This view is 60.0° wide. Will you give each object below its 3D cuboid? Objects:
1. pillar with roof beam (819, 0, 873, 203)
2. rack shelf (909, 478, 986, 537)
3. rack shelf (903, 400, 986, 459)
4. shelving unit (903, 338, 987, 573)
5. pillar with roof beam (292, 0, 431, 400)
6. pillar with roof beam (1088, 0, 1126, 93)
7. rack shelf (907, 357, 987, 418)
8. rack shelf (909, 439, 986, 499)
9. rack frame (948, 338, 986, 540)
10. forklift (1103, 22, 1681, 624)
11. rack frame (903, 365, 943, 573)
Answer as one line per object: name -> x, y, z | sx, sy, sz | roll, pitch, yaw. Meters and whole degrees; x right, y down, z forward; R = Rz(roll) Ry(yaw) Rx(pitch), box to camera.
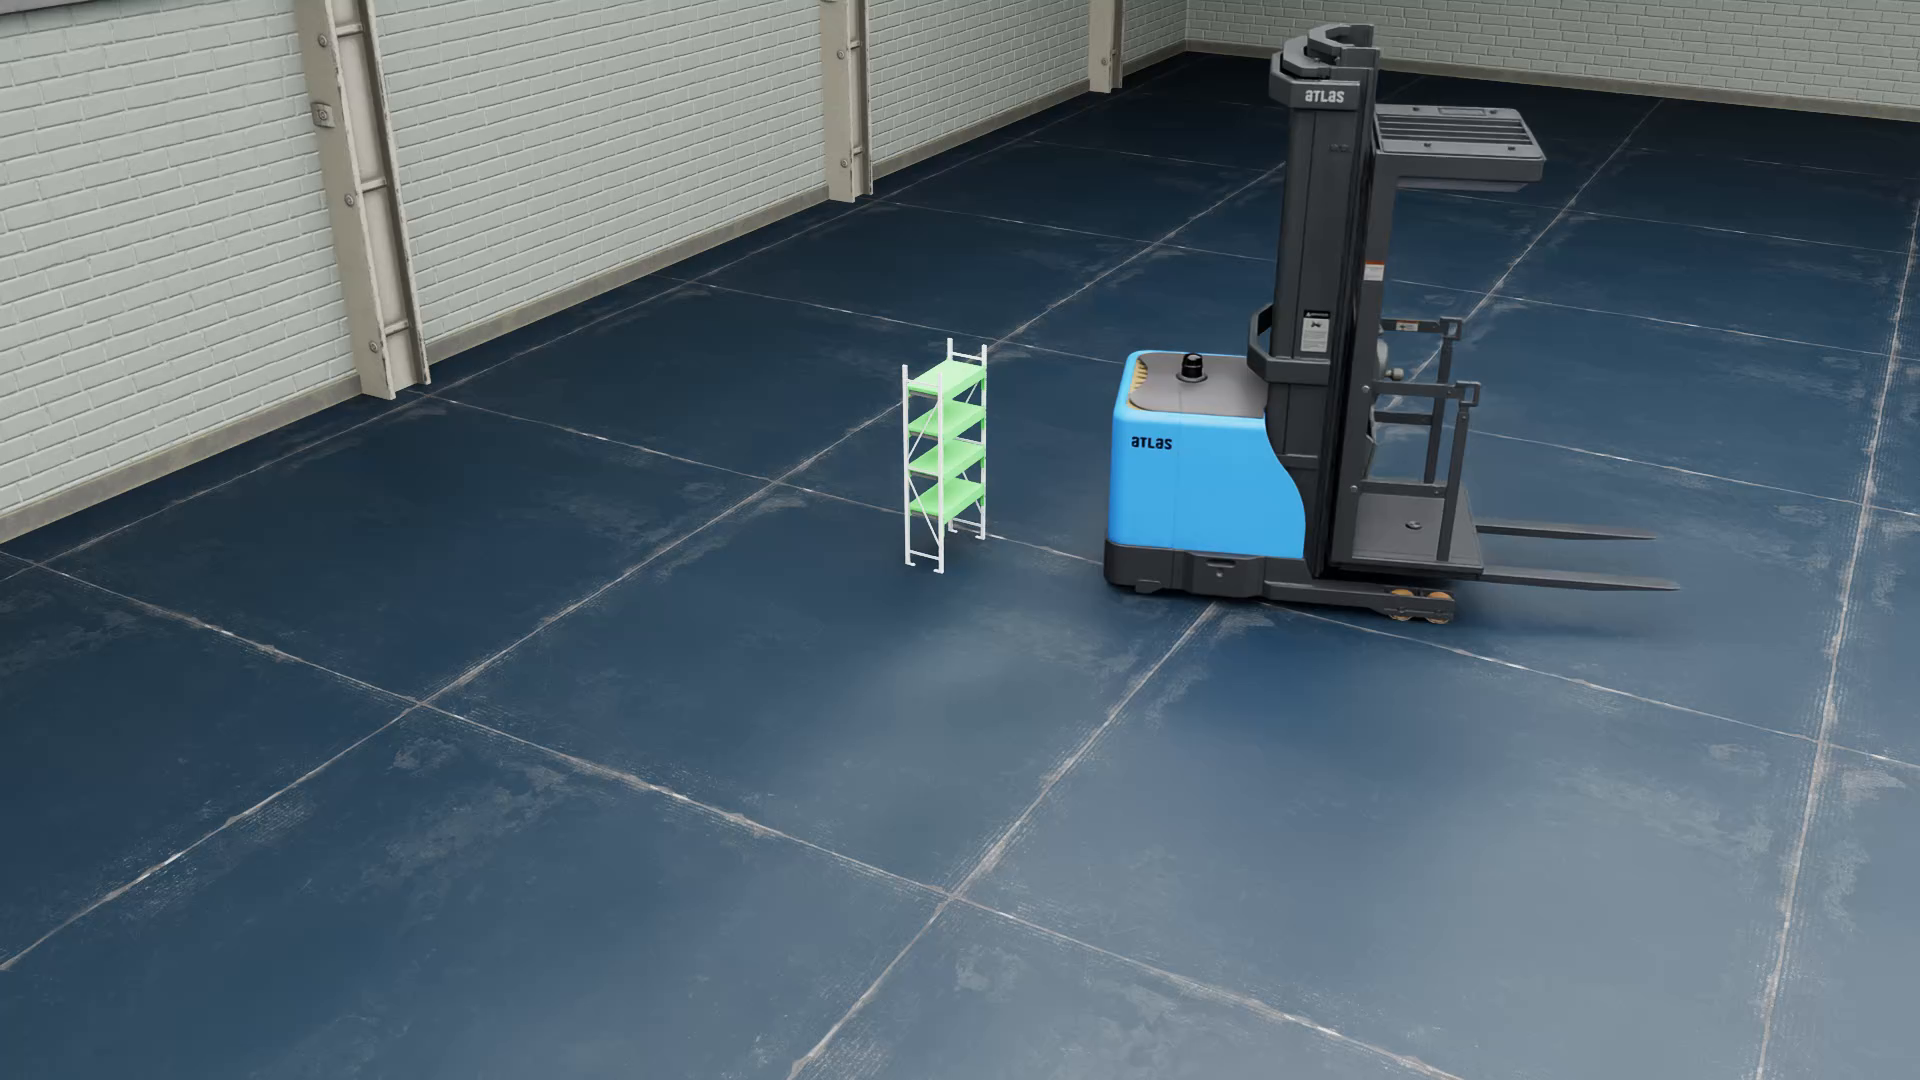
pillar with roof beam -> 2.648, -6.512, 12.705 | 9.100, 9.000, 0.400 | 14, 30, 26
rack shelf -> -0.081, -0.200, 9.489 | 0.258, 0.148, 0.480 | 14, 30, 26
rack shelf -> -0.081, -0.629, 9.274 | 0.258, 0.148, 0.480 | 14, 30, 26
shelving unit -> -0.081, -0.472, 9.353 | 0.258, 1.200, 0.503 | 14, 30, 26
pillar with roof beam -> -0.304, -4.173, 8.034 | 9.100, 9.000, 0.400 | 14, 30, 26
pillar with roof beam -> 5.599, -8.850, 17.376 | 9.100, 9.000, 0.400 | 14, 30, 26
rack shelf -> -0.081, -0.844, 9.166 | 0.258, 0.148, 0.480 | 14, 30, 26
rack shelf -> -0.081, -0.415, 9.381 | 0.258, 0.148, 0.480 | 14, 30, 26
rack frame -> 0.039, -0.567, 9.542 | 0.240, 1.200, 0.015 | 14, 30, 26
forklift -> 2.360, -1.122, 8.718 | 3.031, 2.935, 1.130 | 5, 27, 9
rack frame -> -0.201, -0.377, 9.163 | 0.240, 1.200, 0.015 | 14, 30, 26
